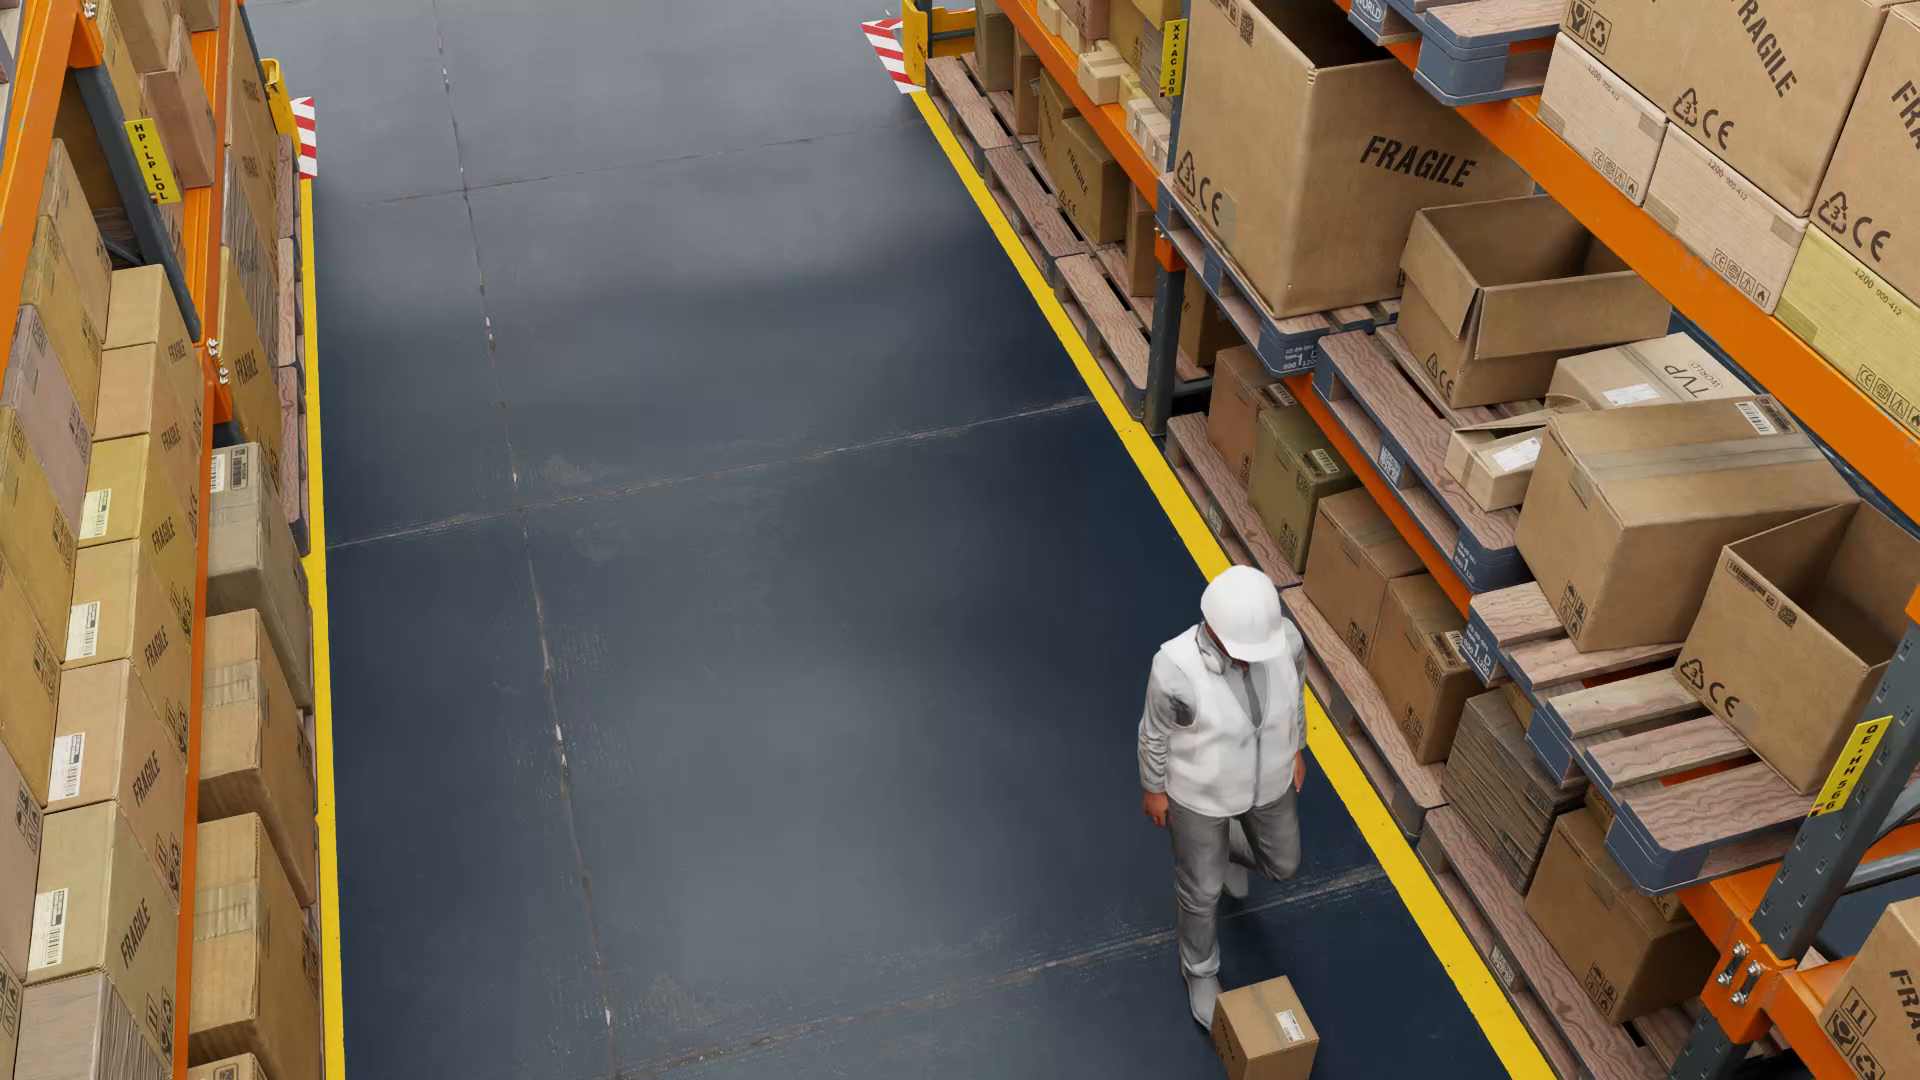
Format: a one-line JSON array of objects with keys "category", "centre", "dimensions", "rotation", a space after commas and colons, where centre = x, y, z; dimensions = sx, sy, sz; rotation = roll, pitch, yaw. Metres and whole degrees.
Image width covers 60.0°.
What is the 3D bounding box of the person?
[{"category": "person", "centre": [0.857, 0.773, 5.263], "dimensions": [0.565, 1.773, 0.599], "rotation": [-11, 43, -12]}]
